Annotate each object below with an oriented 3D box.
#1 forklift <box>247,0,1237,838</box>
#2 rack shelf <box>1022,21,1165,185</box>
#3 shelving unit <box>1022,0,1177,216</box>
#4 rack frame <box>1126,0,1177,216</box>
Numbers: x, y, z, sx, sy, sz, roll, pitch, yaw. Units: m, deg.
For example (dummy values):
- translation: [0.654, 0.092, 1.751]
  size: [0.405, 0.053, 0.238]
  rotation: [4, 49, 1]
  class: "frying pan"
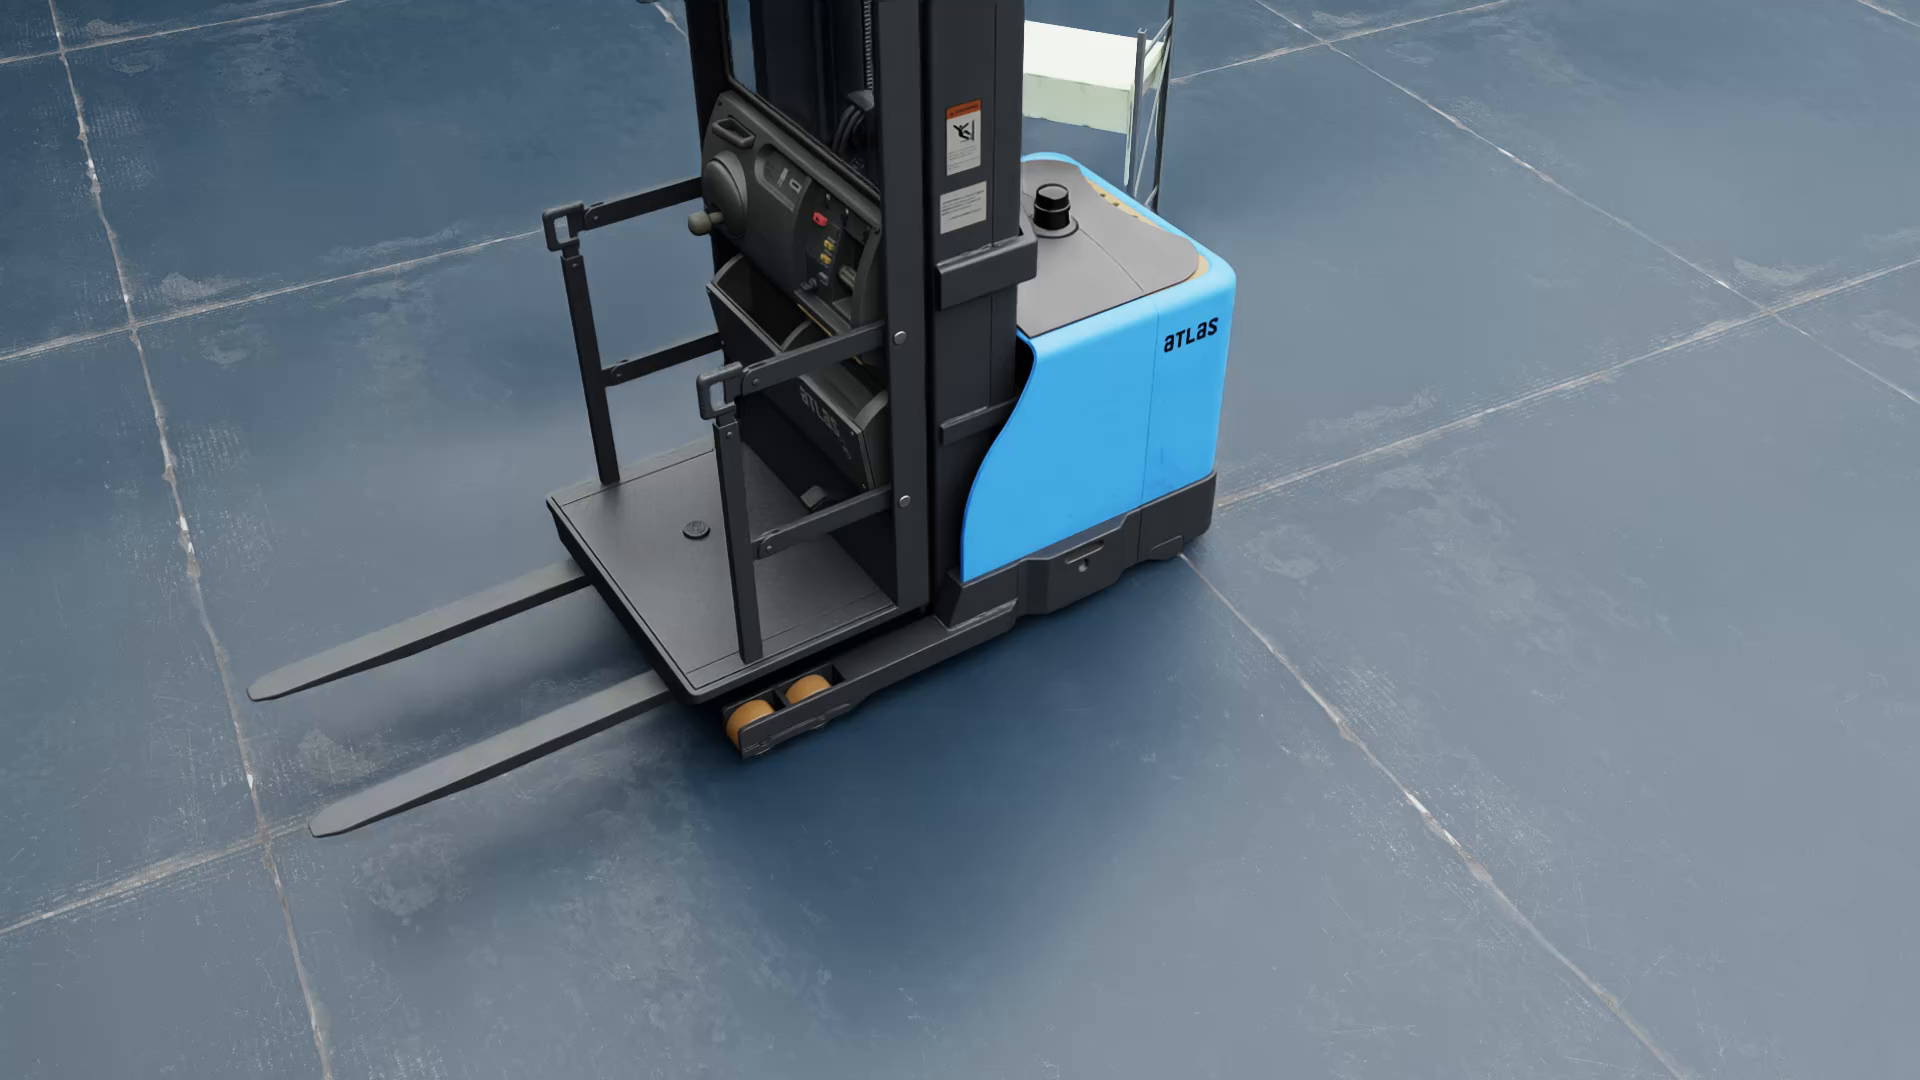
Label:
- translation: [-0.649, -0.865, 4.504]
  size: [3.031, 2.935, 1.130]
  rotation: [-23, 45, -25]
  class: "forklift"
- translation: [0.317, -1.568, 5.838]
  size: [0.720, 0.370, 0.431]
  rotation: [14, 42, 16]
  class: "rack shelf"
- translation: [0.317, -1.270, 6.090]
  size: [0.755, 1.500, 0.431]
  rotation: [14, 42, 16]
  class: "shelving unit"
- translation: [0.657, -1.183, 5.986]
  size: [0.023, 1.500, 0.400]
  rotation: [14, 42, 16]
  class: "rack frame"
